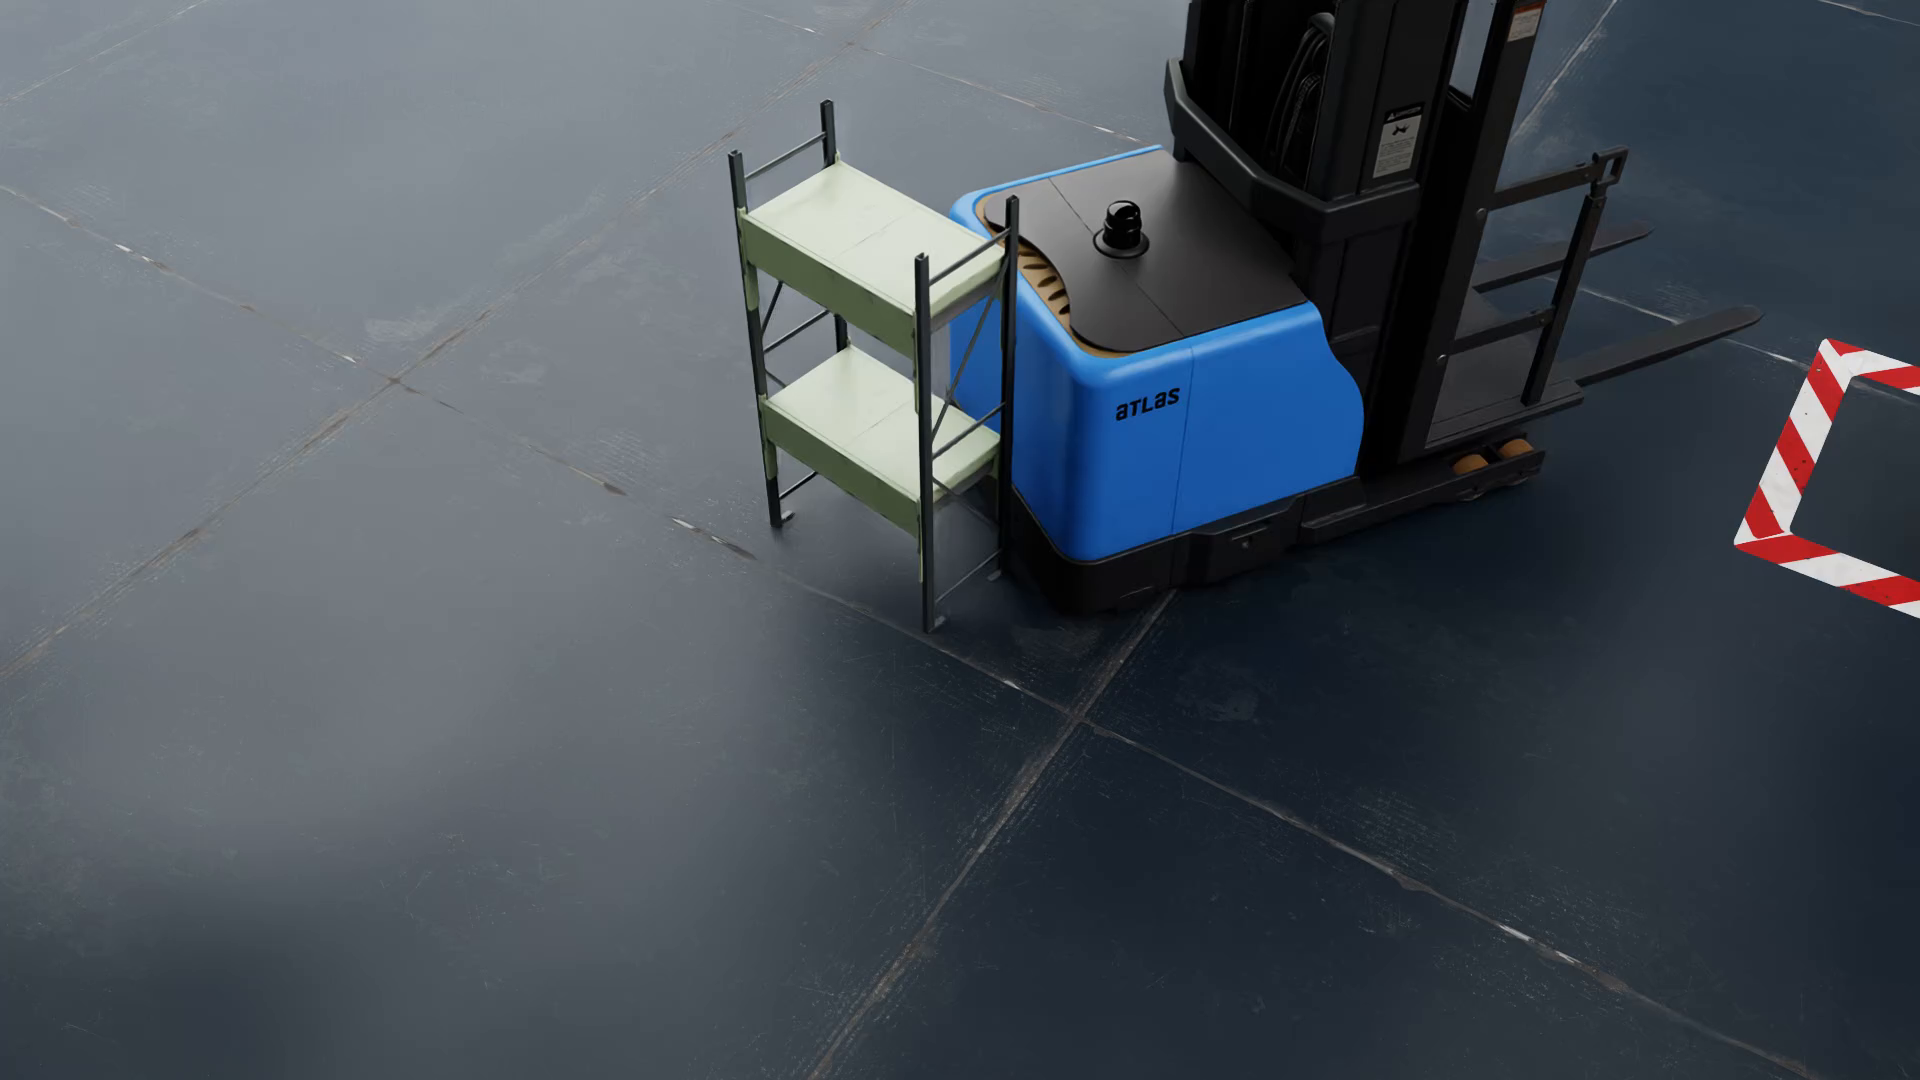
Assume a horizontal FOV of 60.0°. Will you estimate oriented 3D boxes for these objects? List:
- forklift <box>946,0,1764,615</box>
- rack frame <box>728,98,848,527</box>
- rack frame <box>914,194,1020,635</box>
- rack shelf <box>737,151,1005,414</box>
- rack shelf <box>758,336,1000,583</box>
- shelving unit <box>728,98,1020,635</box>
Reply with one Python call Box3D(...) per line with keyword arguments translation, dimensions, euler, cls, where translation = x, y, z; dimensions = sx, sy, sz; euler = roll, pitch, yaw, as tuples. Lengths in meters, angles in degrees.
Box3D(translation=(1.513, -1.489, 5.153), dimensions=(3.031, 2.935, 1.130), euler=(-18, 48, -17), cls="forklift")
Box3D(translation=(-0.518, -0.677, 5.362), dimensions=(0.023, 1.500, 0.400), euler=(33, 54, 28), cls="rack frame")
Box3D(translation=(0.022, -0.323, 5.018), dimensions=(0.023, 1.500, 0.400), euler=(33, 54, 28), cls="rack frame")
Box3D(translation=(-0.248, -0.772, 4.910), dimensions=(0.720, 0.370, 0.431), euler=(33, 54, 28), cls="rack shelf")
Box3D(translation=(-0.248, -0.273, 5.424), dimensions=(0.720, 0.370, 0.431), euler=(33, 54, 28), cls="rack shelf")
Box3D(translation=(-0.248, -0.500, 5.190), dimensions=(0.755, 1.500, 0.431), euler=(33, 54, 28), cls="shelving unit")
